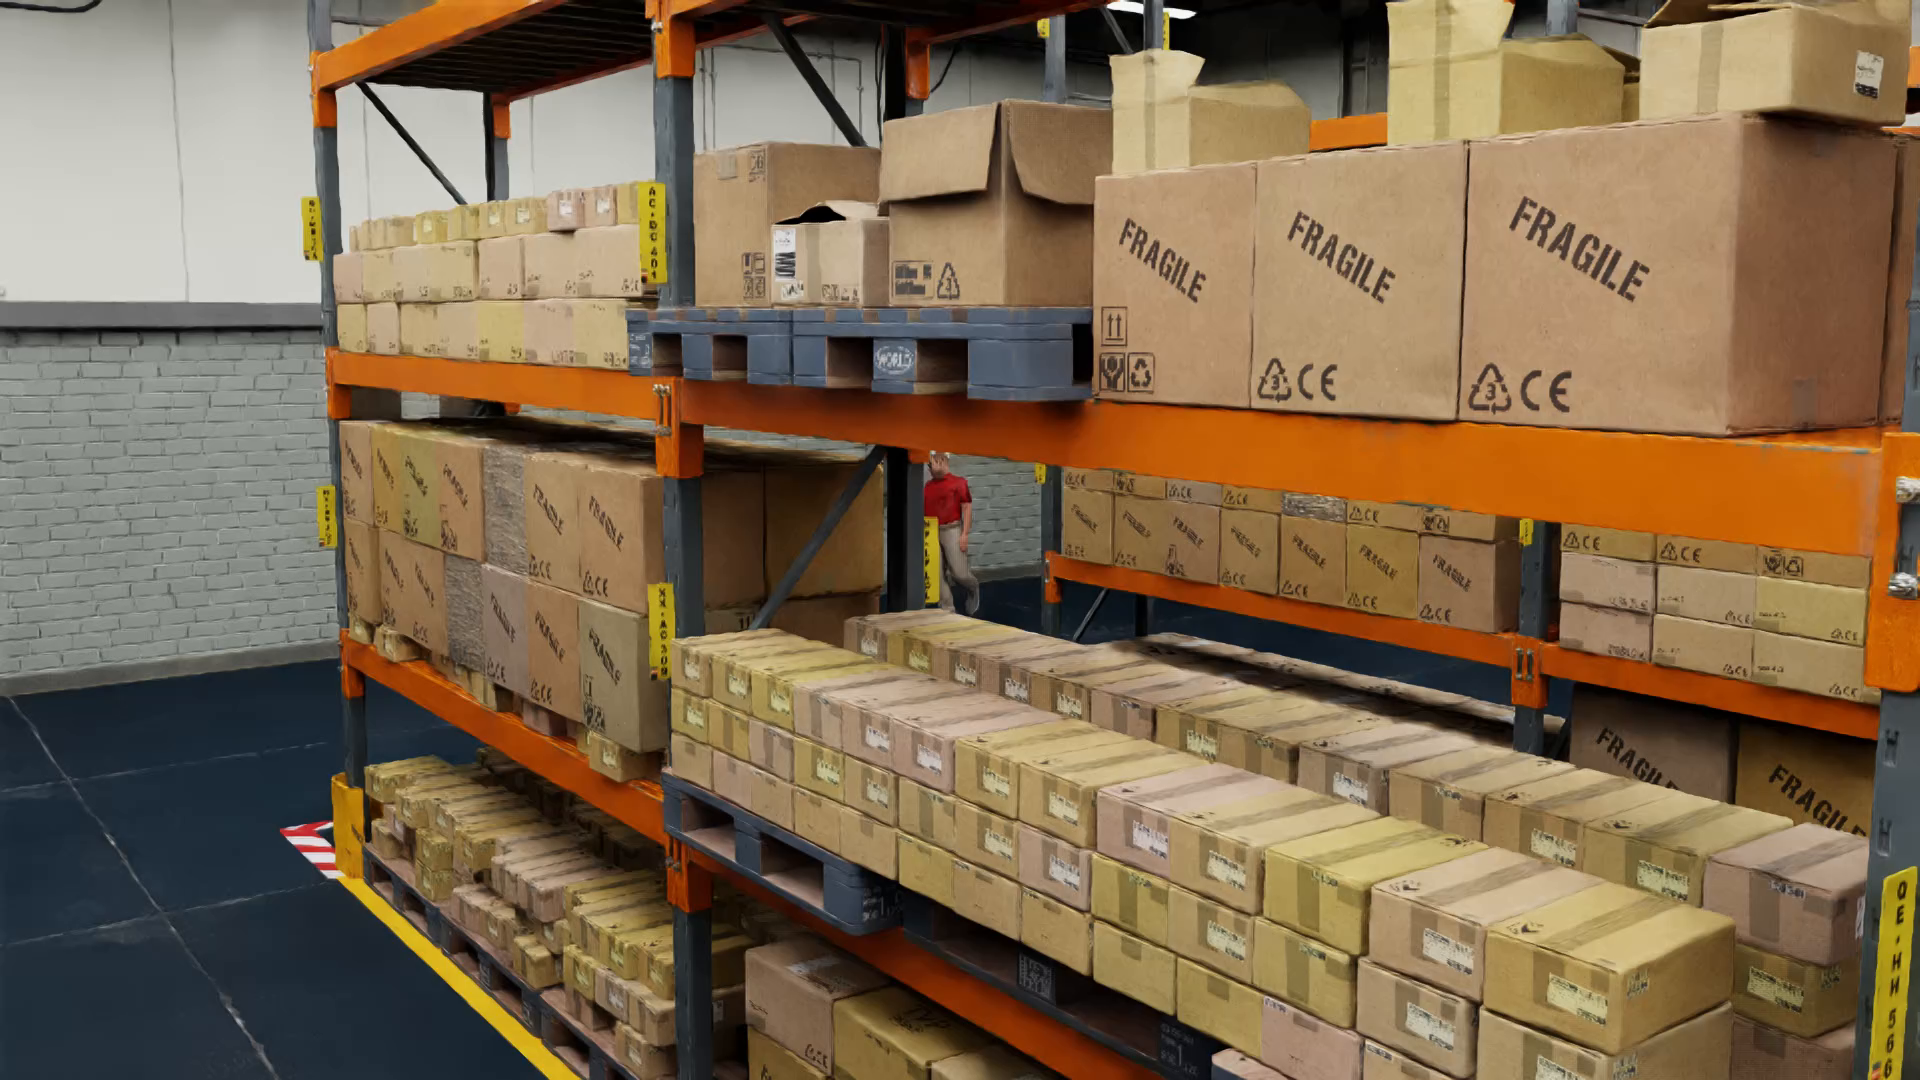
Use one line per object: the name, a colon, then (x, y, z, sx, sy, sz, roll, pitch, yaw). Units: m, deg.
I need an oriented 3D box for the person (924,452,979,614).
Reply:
person: (-0.150, -0.008, 16.111, 0.614, 1.666, 0.709, 5, 9, 32)
